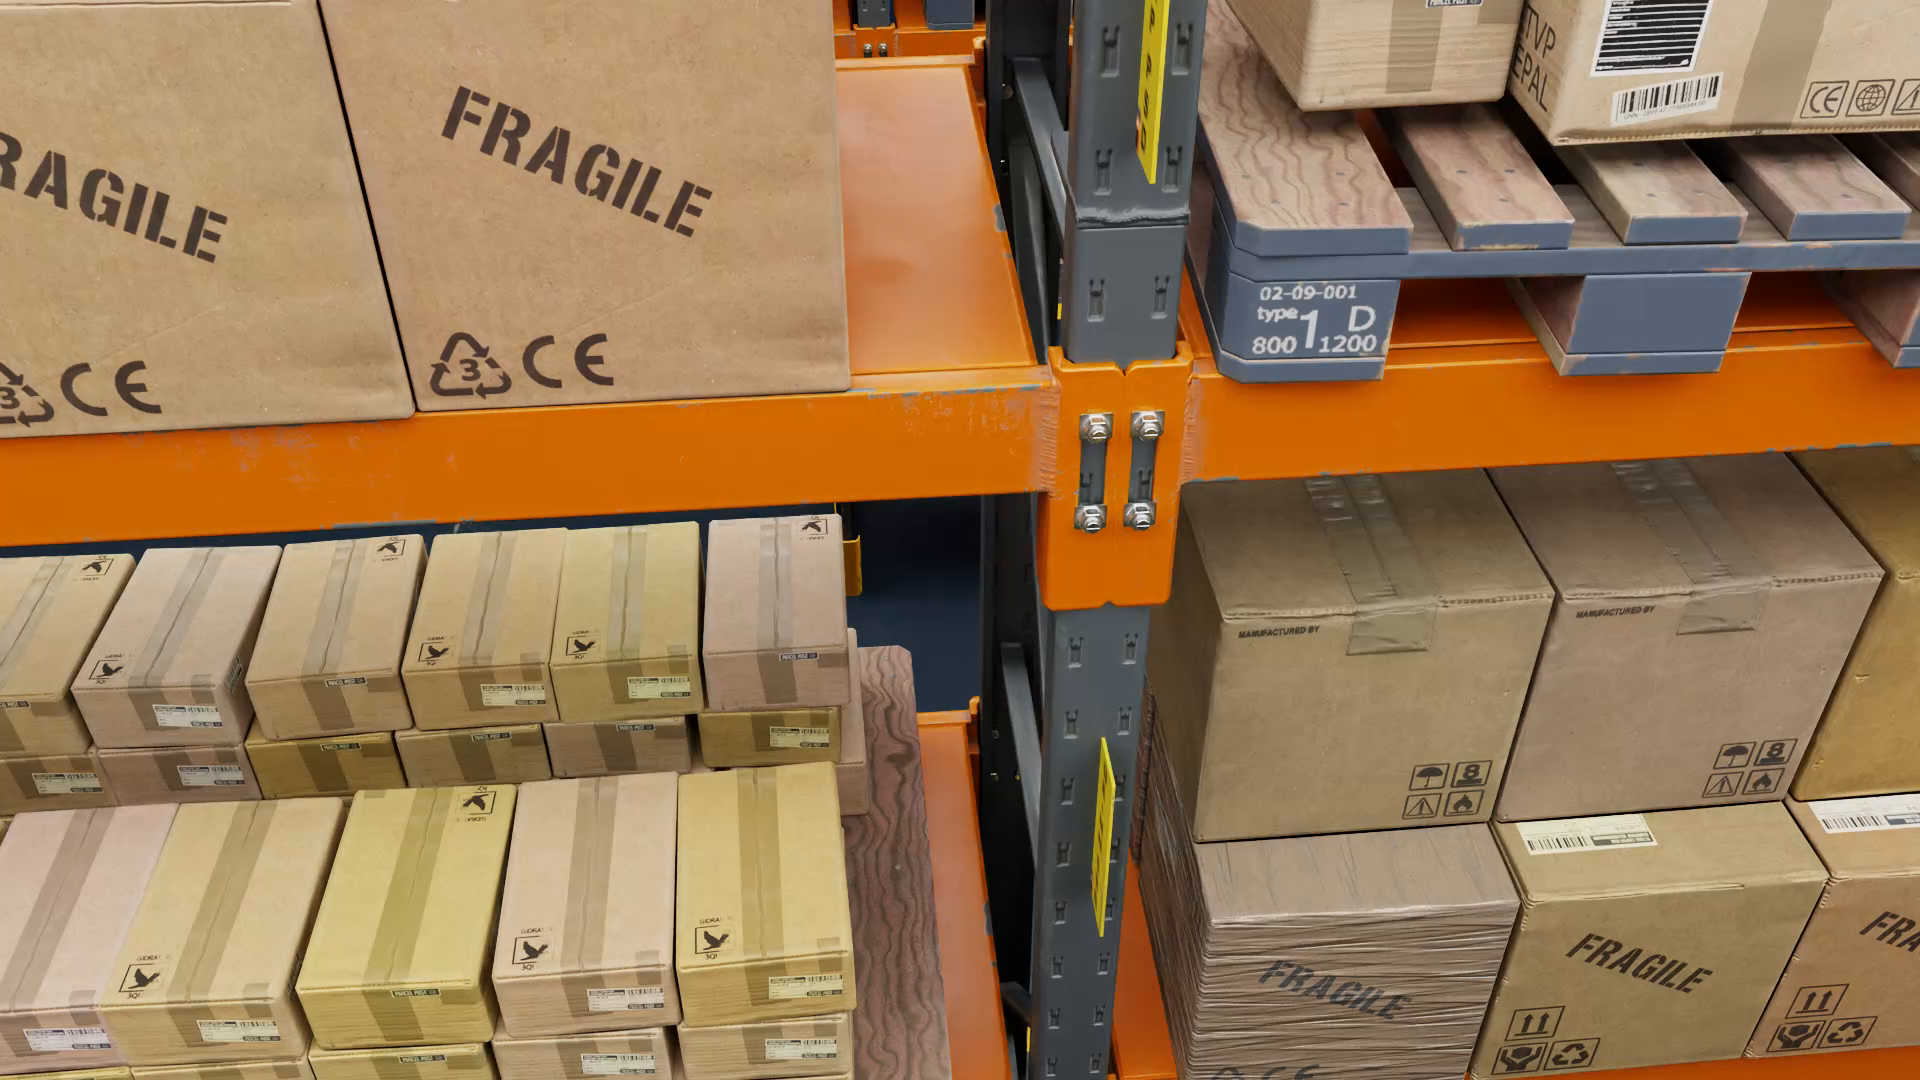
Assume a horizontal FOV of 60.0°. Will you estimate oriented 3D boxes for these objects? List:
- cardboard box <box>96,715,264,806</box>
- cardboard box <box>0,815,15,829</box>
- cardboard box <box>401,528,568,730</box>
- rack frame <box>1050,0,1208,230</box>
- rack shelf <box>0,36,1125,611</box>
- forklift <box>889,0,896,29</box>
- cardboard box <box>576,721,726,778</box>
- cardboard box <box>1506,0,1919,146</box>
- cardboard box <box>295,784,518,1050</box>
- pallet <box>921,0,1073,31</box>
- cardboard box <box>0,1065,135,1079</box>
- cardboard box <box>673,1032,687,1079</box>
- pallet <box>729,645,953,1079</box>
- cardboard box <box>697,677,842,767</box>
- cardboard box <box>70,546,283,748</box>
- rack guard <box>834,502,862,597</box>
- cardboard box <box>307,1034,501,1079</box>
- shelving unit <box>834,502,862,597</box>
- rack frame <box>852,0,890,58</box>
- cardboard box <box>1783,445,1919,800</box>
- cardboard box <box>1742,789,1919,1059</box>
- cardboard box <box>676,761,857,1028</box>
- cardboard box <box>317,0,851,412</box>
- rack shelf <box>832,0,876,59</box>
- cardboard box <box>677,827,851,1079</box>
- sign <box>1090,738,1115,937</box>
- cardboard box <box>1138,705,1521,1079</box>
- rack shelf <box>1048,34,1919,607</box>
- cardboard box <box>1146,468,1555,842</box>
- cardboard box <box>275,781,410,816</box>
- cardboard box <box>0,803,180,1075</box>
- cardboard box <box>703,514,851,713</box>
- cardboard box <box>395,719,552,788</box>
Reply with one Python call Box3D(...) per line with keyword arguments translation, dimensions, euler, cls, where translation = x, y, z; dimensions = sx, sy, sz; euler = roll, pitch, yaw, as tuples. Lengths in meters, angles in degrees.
Box3D(translation=(-1.386, 0.302, 3.070), dimensions=(0.250, 0.149, 0.380), euler=(-3, 38, -4), cls="cardboard box")
Box3D(translation=(-1.636, 0.430, 3.148), dimensions=(0.250, 0.149, 0.380), euler=(-3, 38, -3), cls="cardboard box")
Box3D(translation=(-0.841, 0.155, 3.015), dimensions=(0.250, 0.149, 0.380), euler=(-3, 38, -4), cls="cardboard box")
Box3D(translation=(0.148, -1.833, 1.309), dimensions=(0.127, 3.000, 1.000), euler=(-3, 38, -4), cls="rack frame")
Box3D(translation=(-1.844, -0.264, 2.322), dimensions=(4.000, 0.370, 1.077), euler=(-3, 38, -4), cls="rack shelf")
Box3D(translation=(0.134, -4.138, 9.128), dimensions=(3.031, 2.935, 1.130), euler=(-4, 38, -5), cls="forklift")
Box3D(translation=(-0.583, 0.370, 3.223), dimensions=(0.250, 0.149, 0.380), euler=(-1, 38, -2), cls="cardboard box")
Box3D(translation=(0.889, -0.729, 1.983), dimensions=(0.500, 0.311, 0.500), euler=(-3, 38, -4), cls="cardboard box")
Box3D(translation=(-0.811, 0.559, 2.504), dimensions=(0.250, 0.149, 0.380), euler=(-2, 38, -3), cls="cardboard box")
Box3D(translation=(0.309, -2.556, 7.223), dimensions=(1.003, 0.211, 1.213), euler=(-3, 38, -4), cls="pallet")
Box3D(translation=(-1.329, 0.704, 2.559), dimensions=(0.250, 0.149, 0.380), euler=(-3, 38, -4), cls="cardboard box")
Box3D(translation=(-0.550, 0.779, 2.705), dimensions=(0.250, 0.149, 0.380), euler=(-3, 38, -4), cls="cardboard box")
Box3D(translation=(-0.552, 0.702, 3.093), dimensions=(1.003, 0.211, 1.213), euler=(-3, 38, -4), cls="pallet")
Box3D(translation=(-0.351, 0.242, 3.146), dimensions=(0.250, 0.149, 0.380), euler=(-2, 38, -2), cls="cardboard box")
Box3D(translation=(-1.375, 0.185, 2.977), dimensions=(0.250, 0.149, 0.380), euler=(-1, 38, -2), cls="cardboard box")
Box3D(translation=(-0.420, -0.075, 6.143), dimensions=(0.087, 0.250, 0.587), euler=(-3, 38, -4), cls="rack guard")
Box3D(translation=(-0.831, 0.679, 2.592), dimensions=(0.250, 0.149, 0.380), euler=(-2, 38, -3), cls="cardboard box")
Box3D(translation=(0.076, -0.593, 5.791), dimensions=(1.083, 1.500, 0.587), euler=(-3, 38, -4), cls="shelving unit")
Box3D(translation=(-0.391, -2.527, 7.031), dimensions=(0.127, 3.000, 1.000), euler=(-3, 38, -4), cls="rack frame")
Box3D(translation=(1.611, 0.014, 2.923), dimensions=(0.500, 0.500, 0.700), euler=(-4, 38, -5), cls="cardboard box")
Box3D(translation=(1.628, 0.568, 3.028), dimensions=(0.500, 0.500, 0.500), euler=(-3, 38, -4), cls="cardboard box")
Box3D(translation=(-0.299, 0.532, 2.538), dimensions=(0.250, 0.149, 0.380), euler=(-5, 39, -6), cls="cardboard box")
Box3D(translation=(-0.398, -0.507, 1.968), dimensions=(0.500, 0.500, 0.500), euler=(-3, 38, -4), cls="cardboard box")
Box3D(translation=(-2.383, -2.135, 7.114), dimensions=(4.000, 0.370, 1.077), euler=(-3, 38, -4), cls="rack shelf")
Box3D(translation=(-0.304, 0.647, 2.632), dimensions=(0.250, 0.149, 0.380), euler=(-2, 38, -3), cls="cardboard box")
Box3D(translation=(0.206, 0.433, 2.409), dimensions=(0.005, 0.325, 0.100), euler=(-3, 38, -4), cls="sign")
Box3D(translation=(0.619, 0.625, 2.956), dimensions=(0.500, 0.500, 0.500), euler=(-3, 38, -3), cls="cardboard box")
Box3D(translation=(2.140, -0.483, 2.600), dimensions=(4.000, 0.370, 1.077), euler=(-3, 38, -4), cls="rack shelf")
Box3D(translation=(0.596, 0.072, 2.850), dimensions=(0.500, 0.500, 0.700), euler=(-3, 38, -4), cls="cardboard box")
Box3D(translation=(-1.120, 0.401, 3.184), dimensions=(0.250, 0.149, 0.380), euler=(-1, 38, -2), cls="cardboard box")
Box3D(translation=(-1.317, 0.585, 2.470), dimensions=(0.250, 0.149, 0.380), euler=(-3, 38, -4), cls="cardboard box")
Box3D(translation=(-0.334, 0.128, 3.049), dimensions=(0.250, 0.149, 0.380), euler=(-3, 38, -4), cls="cardboard box")
Box3D(translation=(-0.887, 0.274, 3.104), dimensions=(0.250, 0.149, 0.380), euler=(-4, 38, -5), cls="cardboard box")
